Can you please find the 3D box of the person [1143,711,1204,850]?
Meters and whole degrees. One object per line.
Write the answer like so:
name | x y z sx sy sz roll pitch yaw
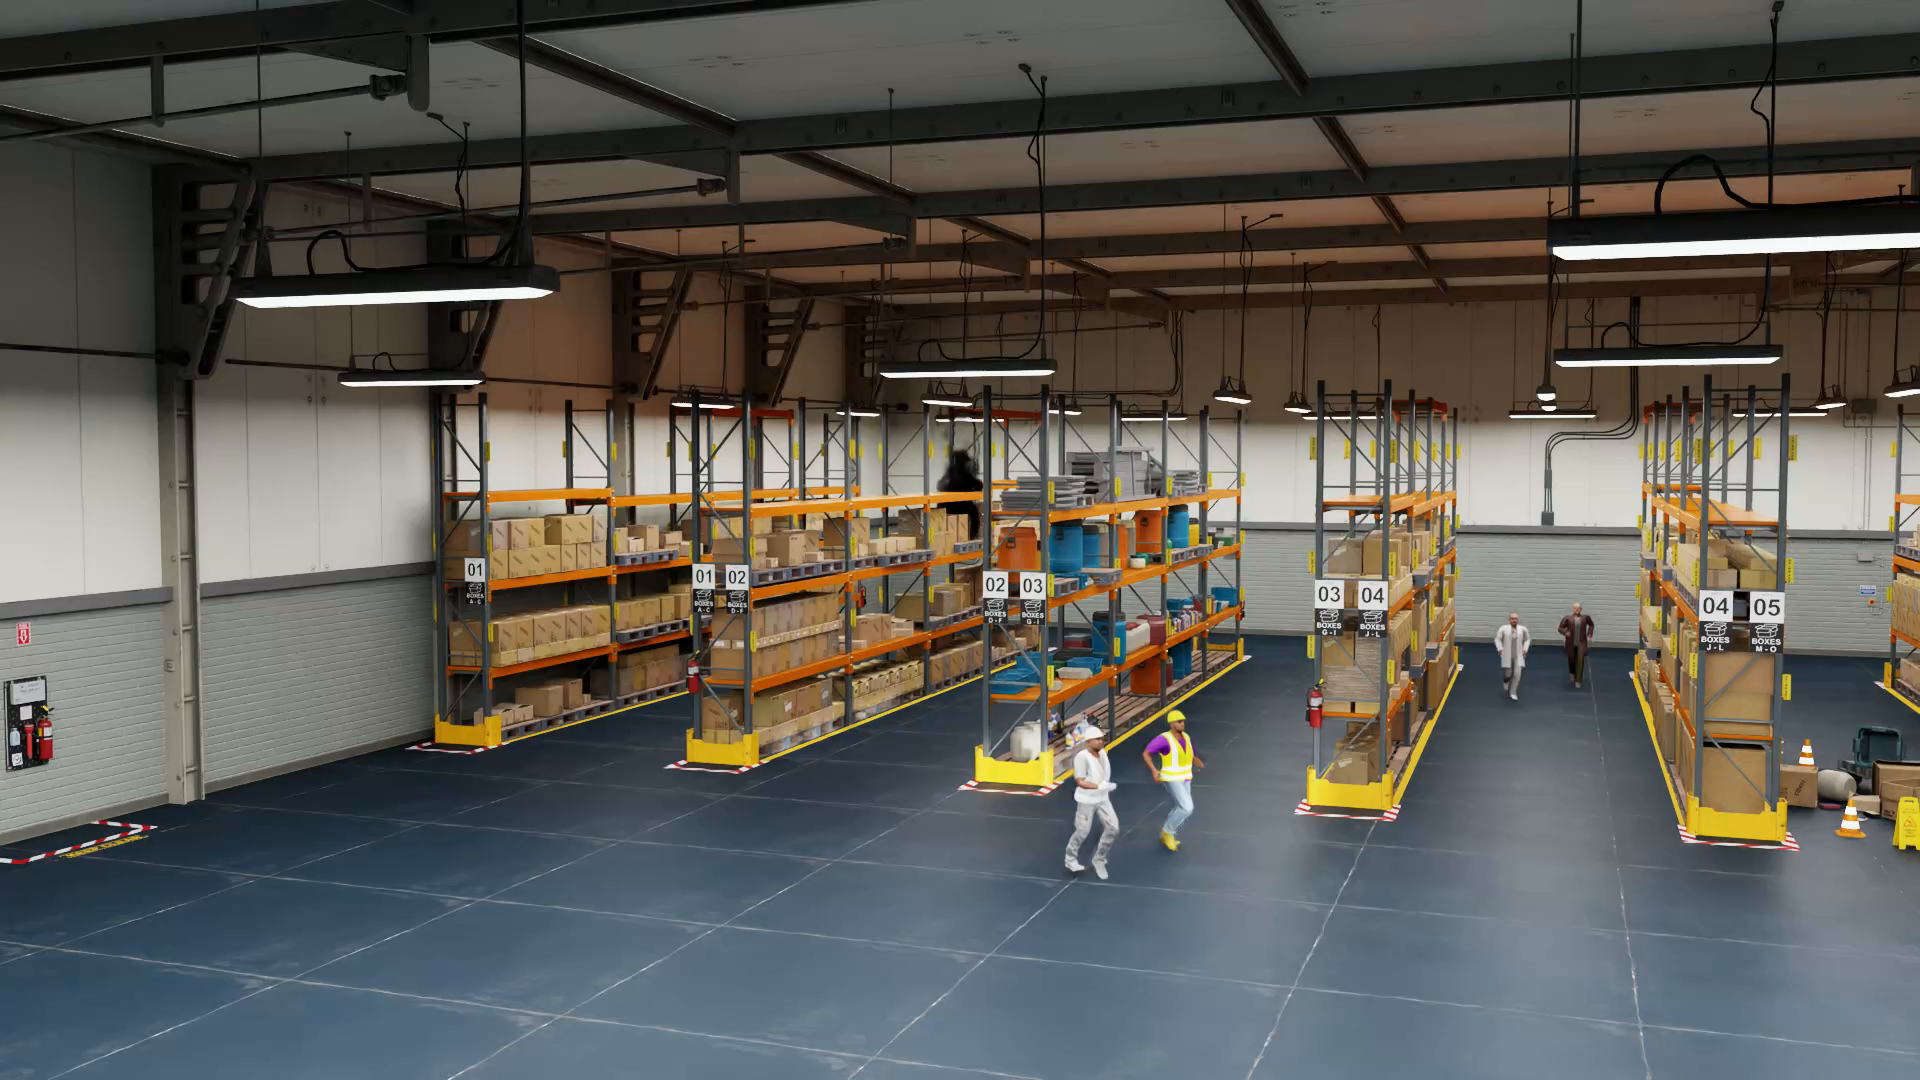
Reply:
person | 2.743 3.010 20.828 0.685 1.740 0.665 -3 4 -43

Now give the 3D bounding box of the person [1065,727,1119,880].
person | 1.573 3.078 19.450 0.657 1.809 0.822 -3 4 -42

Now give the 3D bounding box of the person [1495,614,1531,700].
person | 11.219 2.347 33.766 0.697 1.737 0.748 1 3 11

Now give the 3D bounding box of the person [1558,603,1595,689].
person | 13.093 2.220 35.330 0.725 1.774 1.059 1 3 20
